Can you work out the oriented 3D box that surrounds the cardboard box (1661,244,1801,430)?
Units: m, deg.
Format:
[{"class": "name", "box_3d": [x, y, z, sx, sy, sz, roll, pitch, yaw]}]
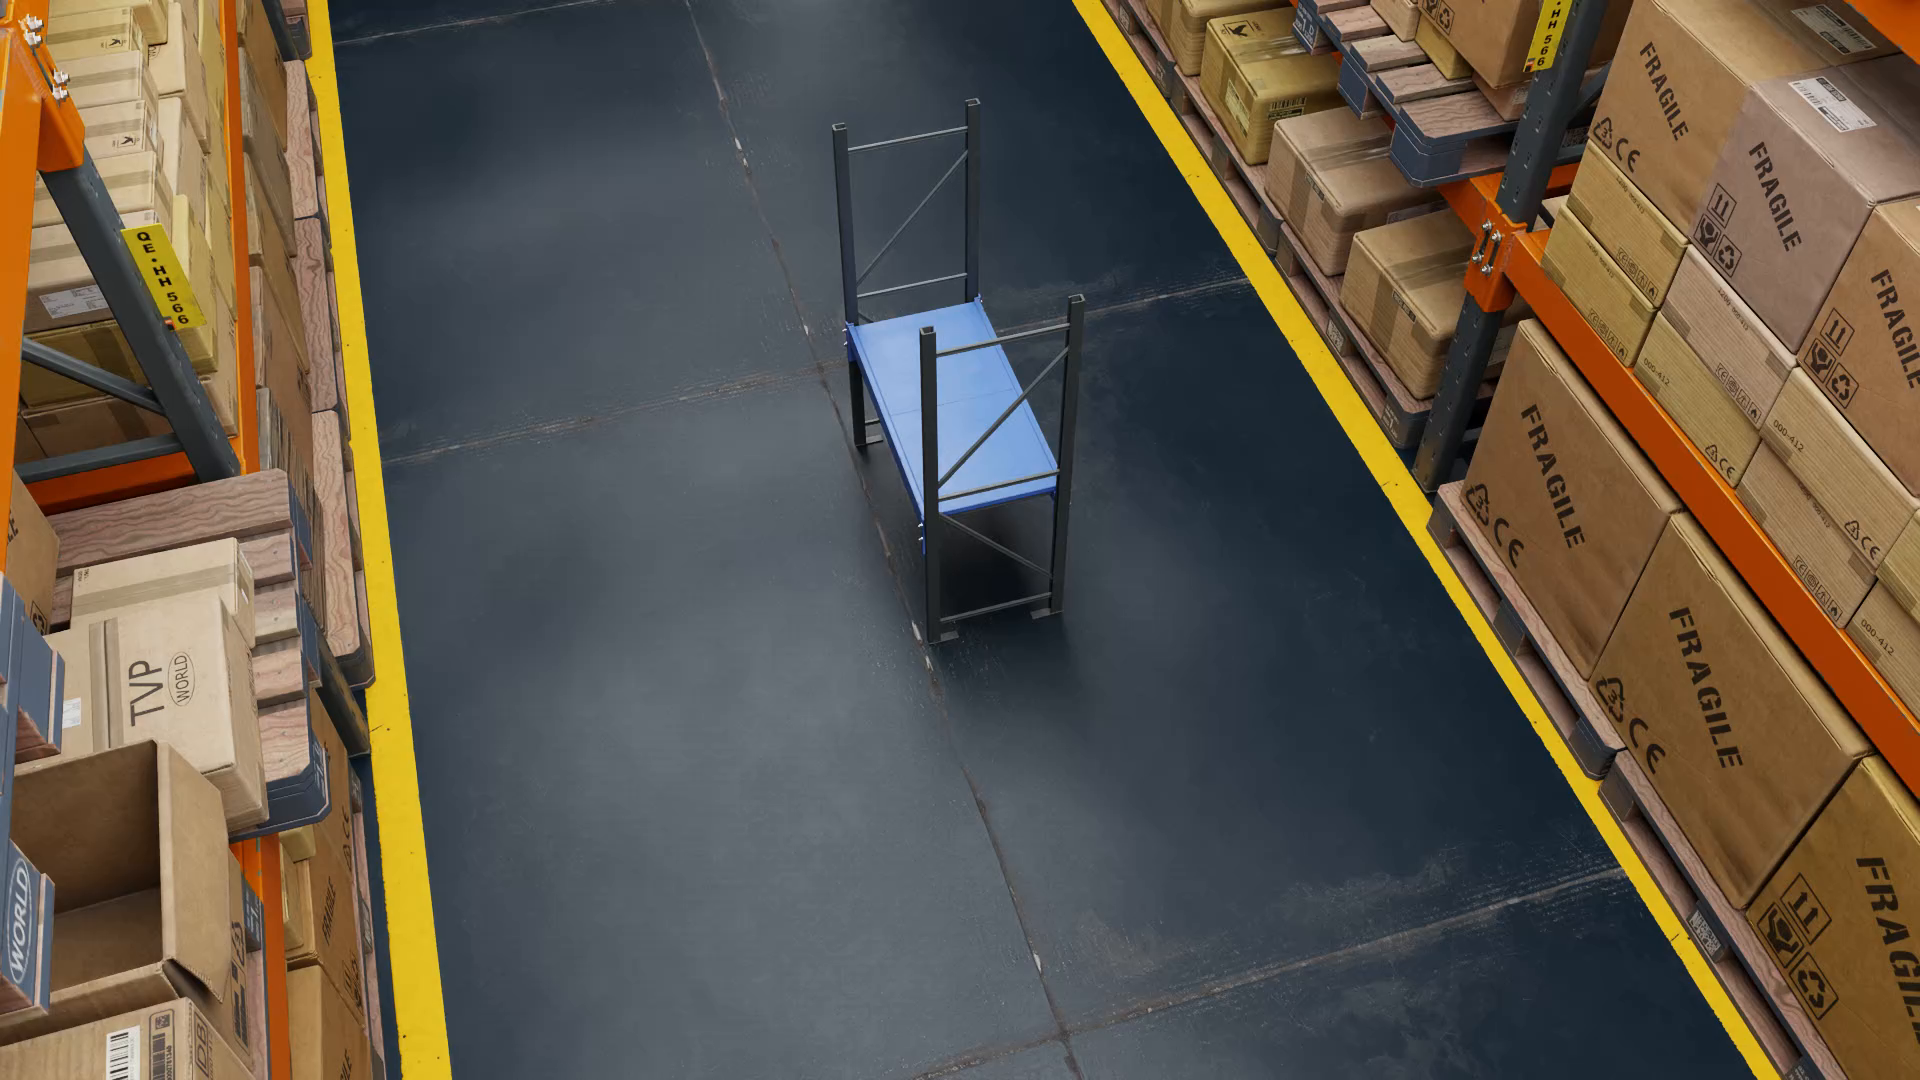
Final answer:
[{"class": "cardboard box", "box_3d": [2.314, -0.605, 4.570, 0.500, 0.250, 0.500, -12, 51, -10]}]

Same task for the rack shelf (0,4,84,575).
[{"class": "rack shelf", "box_3d": [-1.901, 0.555, 2.329, 1.077, 0.370, 4.000, -13, 51, -11]}]

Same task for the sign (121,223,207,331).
[{"class": "sign", "box_3d": [-1.976, -0.648, 4.129, 0.100, 0.325, 0.005, -13, 51, -11]}]

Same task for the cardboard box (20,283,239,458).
[{"class": "cardboard box", "box_3d": [-2.390, -0.502, 4.810, 0.500, 0.250, 0.500, -13, 51, -11]}]

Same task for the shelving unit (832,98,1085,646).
[{"class": "shelving unit", "box_3d": [-0.025, -0.546, 5.729, 0.538, 1.500, 1.048, -13, 51, -11]}]

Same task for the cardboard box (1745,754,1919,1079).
[{"class": "cardboard box", "box_3d": [2.897, 1.082, 4.491, 0.875, 0.875, 0.875, -12, 51, -10]}]

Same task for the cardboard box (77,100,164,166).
[{"class": "cardboard box", "box_3d": [-2.486, -1.088, 4.716, 0.380, 0.149, 0.250, -12, 51, -10]}]

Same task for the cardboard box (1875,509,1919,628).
[{"class": "cardboard box", "box_3d": [2.587, 0.135, 3.946, 0.500, 0.250, 0.500, -13, 51, -10]}]

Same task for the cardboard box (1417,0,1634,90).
[{"class": "cardboard box", "box_3d": [1.849, -1.829, 5.295, 0.500, 0.500, 0.500, -15, 51, -12]}]

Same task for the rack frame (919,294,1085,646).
[{"class": "rack frame", "box_3d": [0.125, -0.174, 5.416, 0.500, 1.500, 0.032, -13, 51, -11]}]

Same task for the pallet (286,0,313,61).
[{"class": "pallet", "box_3d": [-3.870, -2.784, 8.459, 1.003, 0.211, 1.213, -13, 51, -11]}]

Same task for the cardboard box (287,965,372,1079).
[{"class": "cardboard box", "box_3d": [-1.866, 1.509, 4.376, 0.500, 0.500, 0.500, -11, 51, -9]}]

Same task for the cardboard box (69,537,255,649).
[{"class": "cardboard box", "box_3d": [-1.931, 0.167, 4.037, 0.380, 0.149, 0.250, -12, 51, -10]}]

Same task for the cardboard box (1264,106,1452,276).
[{"class": "cardboard box", "box_3d": [1.865, -1.537, 7.028, 0.950, 0.372, 0.625, -14, 51, -12]}]

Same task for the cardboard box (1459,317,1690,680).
[{"class": "cardboard box", "box_3d": [2.373, -0.223, 5.592, 0.875, 0.875, 0.875, -14, 51, -11]}]

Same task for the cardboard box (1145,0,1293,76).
[{"class": "cardboard box", "box_3d": [1.439, -2.599, 7.923, 0.950, 0.372, 0.625, -10, 51, -9]}]

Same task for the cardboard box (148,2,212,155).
[{"class": "cardboard box", "box_3d": [-2.674, -1.416, 5.253, 0.500, 0.250, 0.500, -14, 51, -12]}]

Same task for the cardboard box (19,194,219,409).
[{"class": "cardboard box", "box_3d": [-2.366, -0.669, 4.623, 0.500, 0.250, 0.500, -13, 51, -11]}]

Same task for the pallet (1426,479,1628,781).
[{"class": "pallet", "box_3d": [2.410, 0.195, 5.947, 1.003, 0.211, 1.213, -13, 51, -11]}]

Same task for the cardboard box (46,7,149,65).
[{"class": "cardboard box", "box_3d": [-2.678, -1.453, 5.024, 0.380, 0.149, 0.250, -13, 51, -11]}]

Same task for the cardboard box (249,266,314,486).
[{"class": "cardboard box", "box_3d": [-2.864, -0.475, 5.967, 0.875, 0.625, 0.625, -12, 51, -10]}]

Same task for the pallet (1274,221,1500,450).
[{"class": "pallet", "box_3d": [2.019, -0.969, 6.928, 1.003, 0.211, 1.213, -13, 51, -11]}]

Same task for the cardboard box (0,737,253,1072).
[{"class": "cardboard box", "box_3d": [-1.833, 0.811, 3.263, 0.797, 0.503, 0.637, -14, 51, -12]}]

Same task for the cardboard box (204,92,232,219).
[{"class": "cardboard box", "box_3d": [-2.693, -1.245, 5.436, 0.500, 0.250, 0.500, -15, 51, -12]}]

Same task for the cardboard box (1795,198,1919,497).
[{"class": "cardboard box", "box_3d": [2.455, -0.494, 3.985, 0.500, 0.500, 0.500, -12, 51, -10]}]

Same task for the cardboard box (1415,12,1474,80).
[{"class": "cardboard box", "box_3d": [1.778, -1.716, 5.625, 0.380, 0.149, 0.250, -13, 51, -10]}]

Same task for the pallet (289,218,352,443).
[{"class": "pallet", "box_3d": [-3.055, -0.772, 6.763, 1.003, 0.211, 1.213, -13, 51, -11]}]

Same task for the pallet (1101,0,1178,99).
[{"class": "pallet", "box_3d": [1.297, -2.751, 8.431, 1.003, 0.211, 1.213, -13, 51, -11]}]

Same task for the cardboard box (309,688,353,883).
[{"class": "cardboard box", "box_3d": [-2.162, 0.759, 5.008, 0.500, 0.500, 0.500, -12, 51, -10]}]

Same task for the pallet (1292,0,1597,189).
[{"class": "pallet", "box_3d": [1.936, -1.731, 5.873, 1.213, 0.211, 1.003, -13, 51, -11]}]

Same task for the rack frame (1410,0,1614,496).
[{"class": "rack frame", "box_3d": [2.249, -1.296, 5.381, 1.000, 3.000, 0.127, -13, 51, -11]}]

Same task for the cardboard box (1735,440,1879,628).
[{"class": "cardboard box", "box_3d": [2.471, -0.078, 4.452, 0.500, 0.250, 0.500, -12, 51, -10]}]

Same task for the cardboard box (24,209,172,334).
[{"class": "cardboard box", "box_3d": [-2.305, -0.712, 4.399, 0.380, 0.149, 0.250, -12, 51, -10]}]

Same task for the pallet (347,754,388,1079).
[{"class": "pallet", "box_3d": [-2.307, 1.281, 5.032, 1.003, 0.211, 1.213, -13, 51, -11]}]

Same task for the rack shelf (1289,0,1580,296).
[{"class": "rack shelf", "box_3d": [1.657, -2.525, 6.887, 1.077, 0.370, 4.000, -13, 51, -11]}]

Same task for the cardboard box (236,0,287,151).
[{"class": "cardboard box", "box_3d": [-3.510, -2.084, 7.324, 0.875, 0.625, 0.625, -11, 51, -9]}]

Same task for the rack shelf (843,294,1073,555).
[{"class": "rack shelf", "box_3d": [-0.025, -0.430, 5.867, 0.538, 0.185, 1.000, -13, 51, -11]}]

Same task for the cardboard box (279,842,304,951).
[{"class": "cardboard box", "box_3d": [-1.958, 0.988, 4.391, 0.380, 0.149, 0.250, -15, 51, -12]}]

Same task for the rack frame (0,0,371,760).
[{"class": "rack frame", "box_3d": [-2.492, -0.171, 4.432, 1.000, 3.000, 0.127, -13, 51, -11]}]
